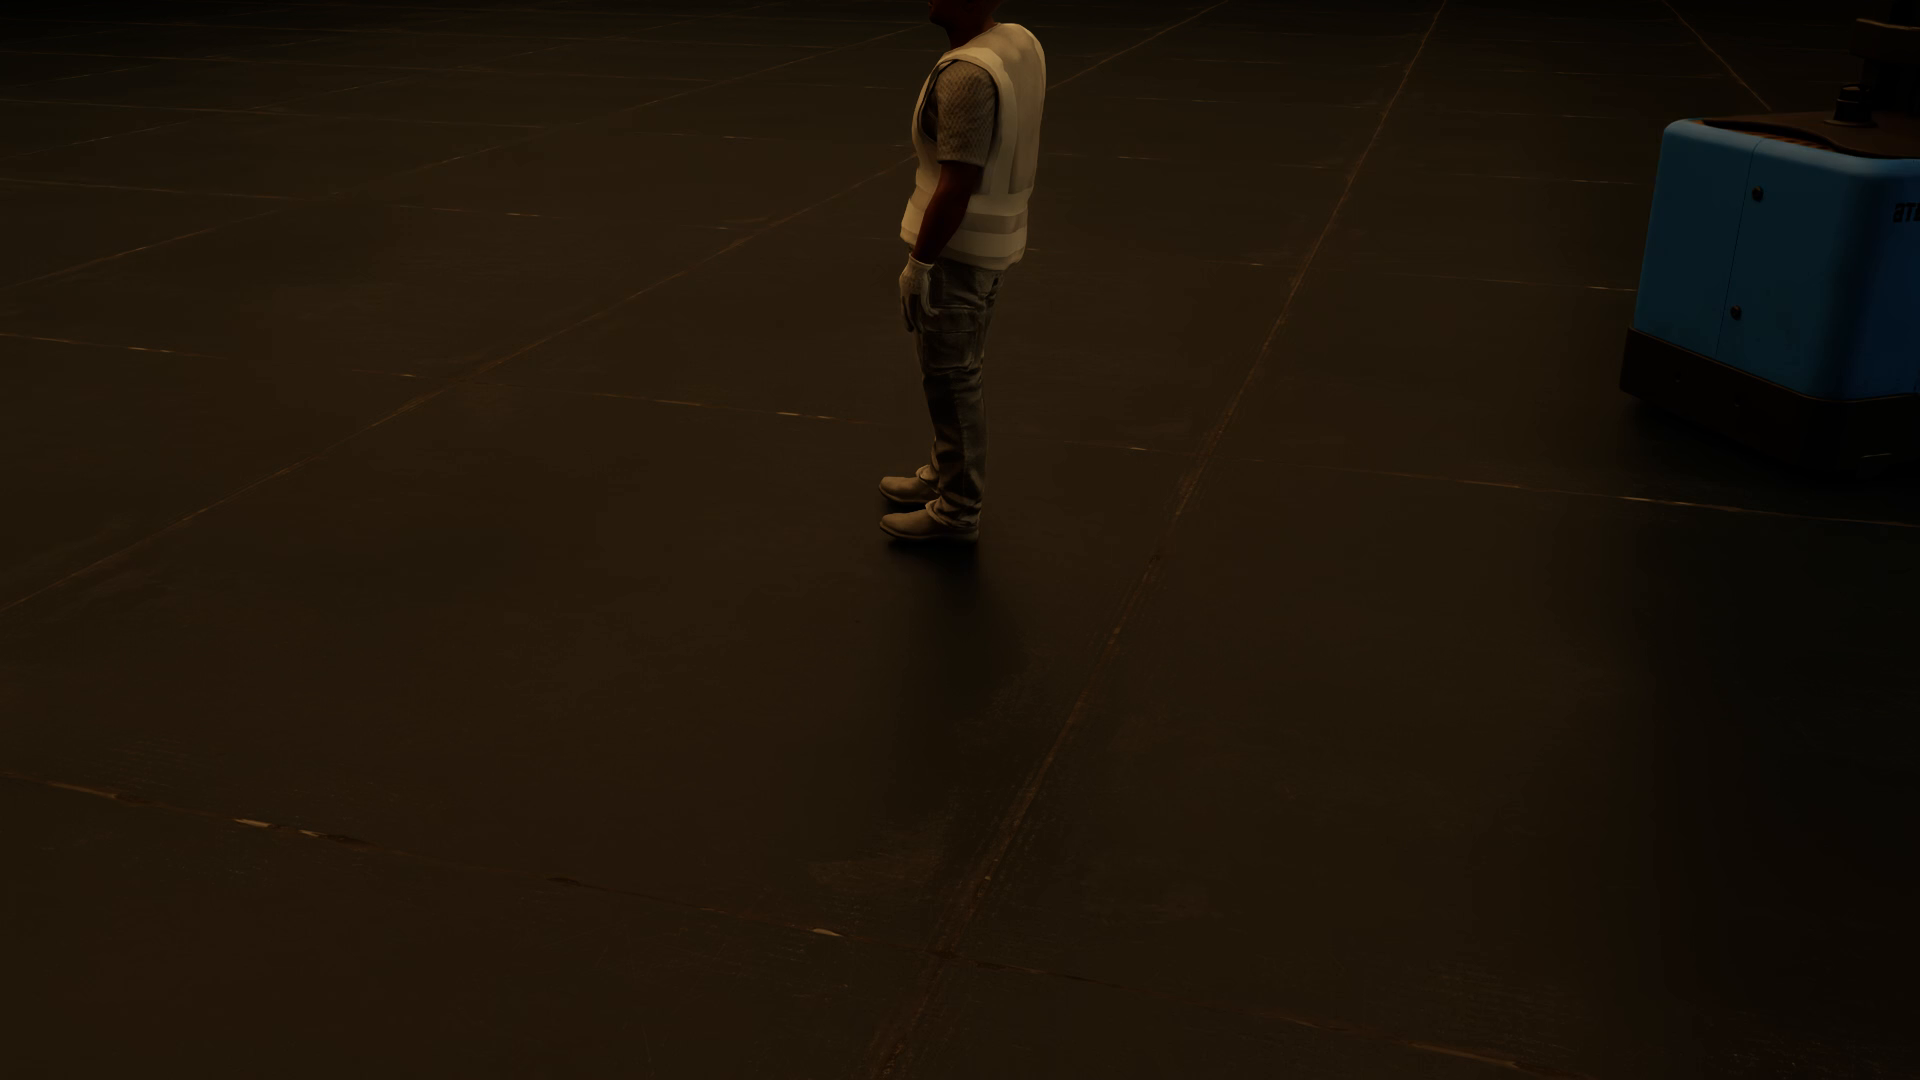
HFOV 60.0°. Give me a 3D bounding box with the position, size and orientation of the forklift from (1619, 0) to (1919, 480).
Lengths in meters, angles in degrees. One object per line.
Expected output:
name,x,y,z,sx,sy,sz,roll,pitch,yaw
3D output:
forklift,4.084,-1.866,5.801,3.031,2.935,1.130,-7,23,-16

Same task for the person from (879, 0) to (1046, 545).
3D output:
person,-0.066,-0.842,4.805,0.577,1.782,0.656,7,23,16
